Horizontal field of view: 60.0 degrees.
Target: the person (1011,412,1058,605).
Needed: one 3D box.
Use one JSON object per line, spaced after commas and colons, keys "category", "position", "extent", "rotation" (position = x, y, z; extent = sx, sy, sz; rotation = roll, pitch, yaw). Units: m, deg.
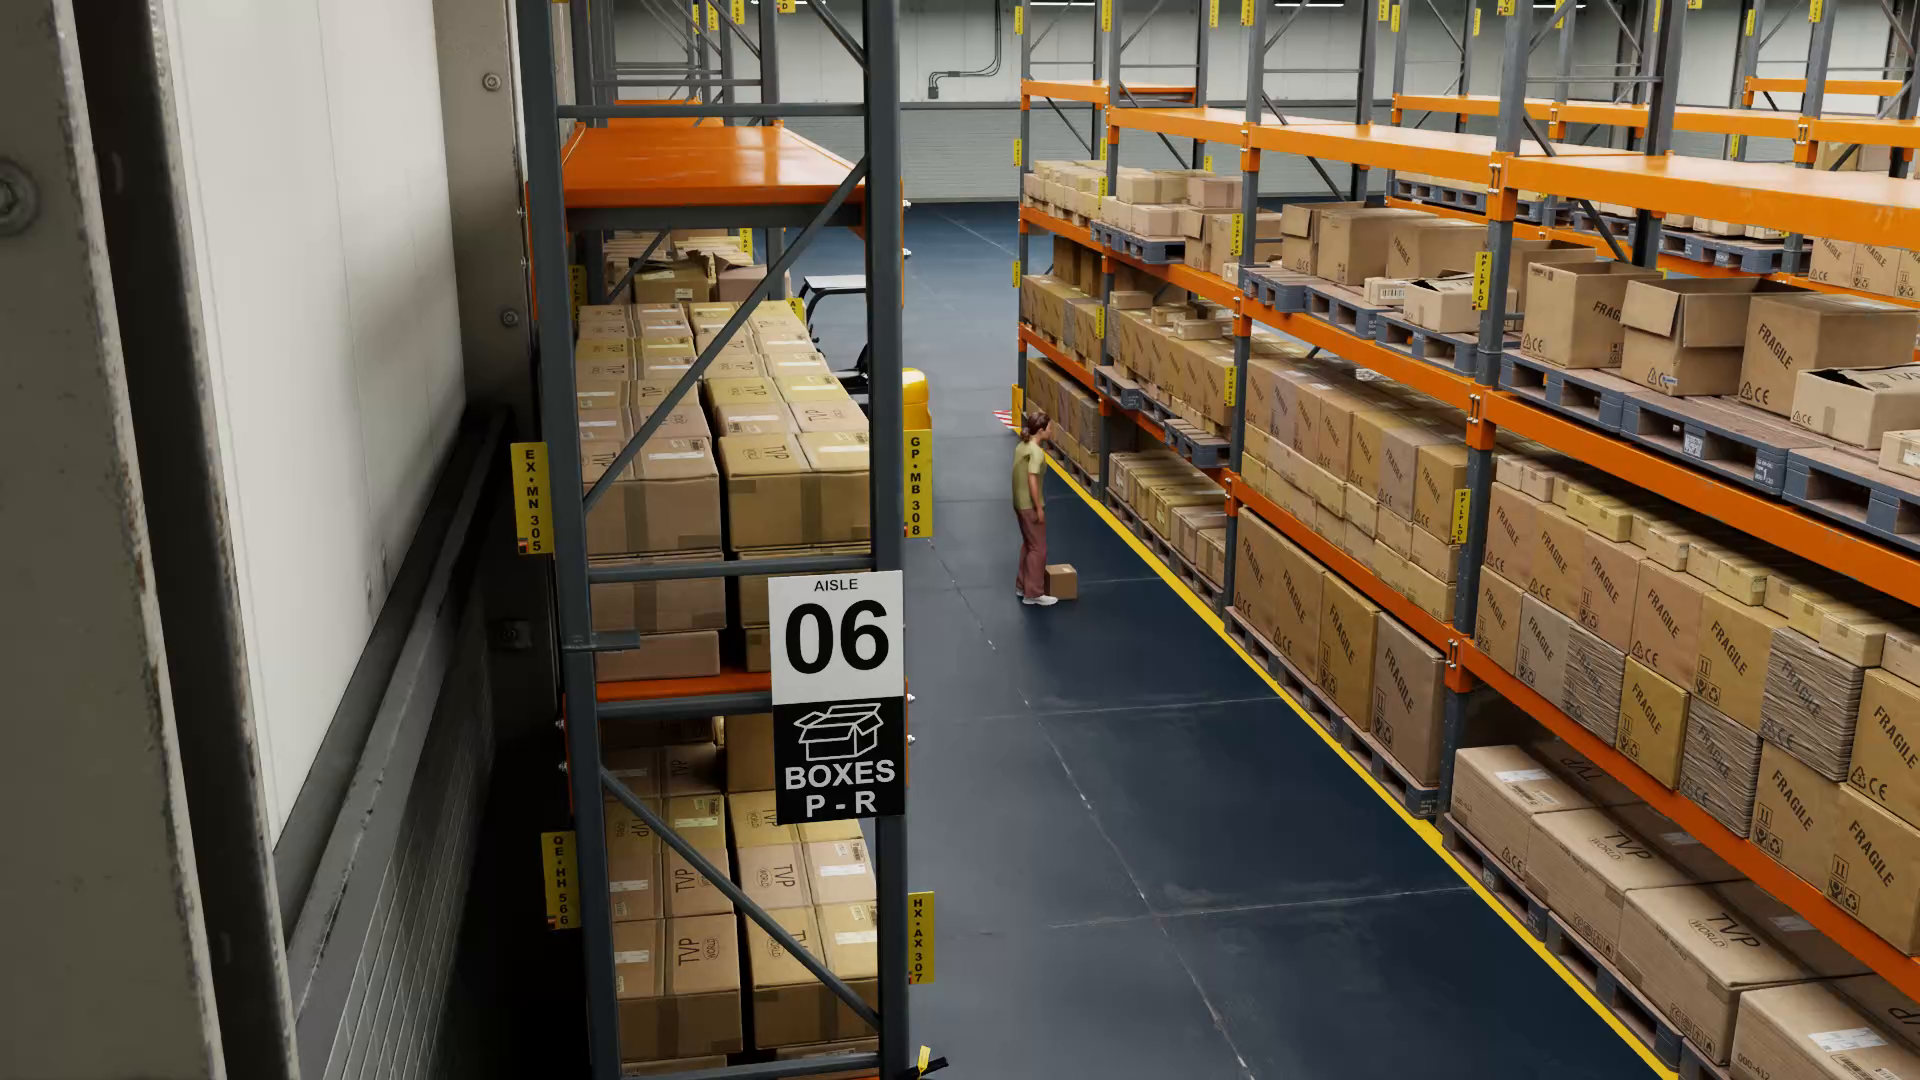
{"category": "person", "position": [0.644, -0.289, 14.523], "extent": [0.366, 1.671, 0.510], "rotation": [-4, 17, -13]}
